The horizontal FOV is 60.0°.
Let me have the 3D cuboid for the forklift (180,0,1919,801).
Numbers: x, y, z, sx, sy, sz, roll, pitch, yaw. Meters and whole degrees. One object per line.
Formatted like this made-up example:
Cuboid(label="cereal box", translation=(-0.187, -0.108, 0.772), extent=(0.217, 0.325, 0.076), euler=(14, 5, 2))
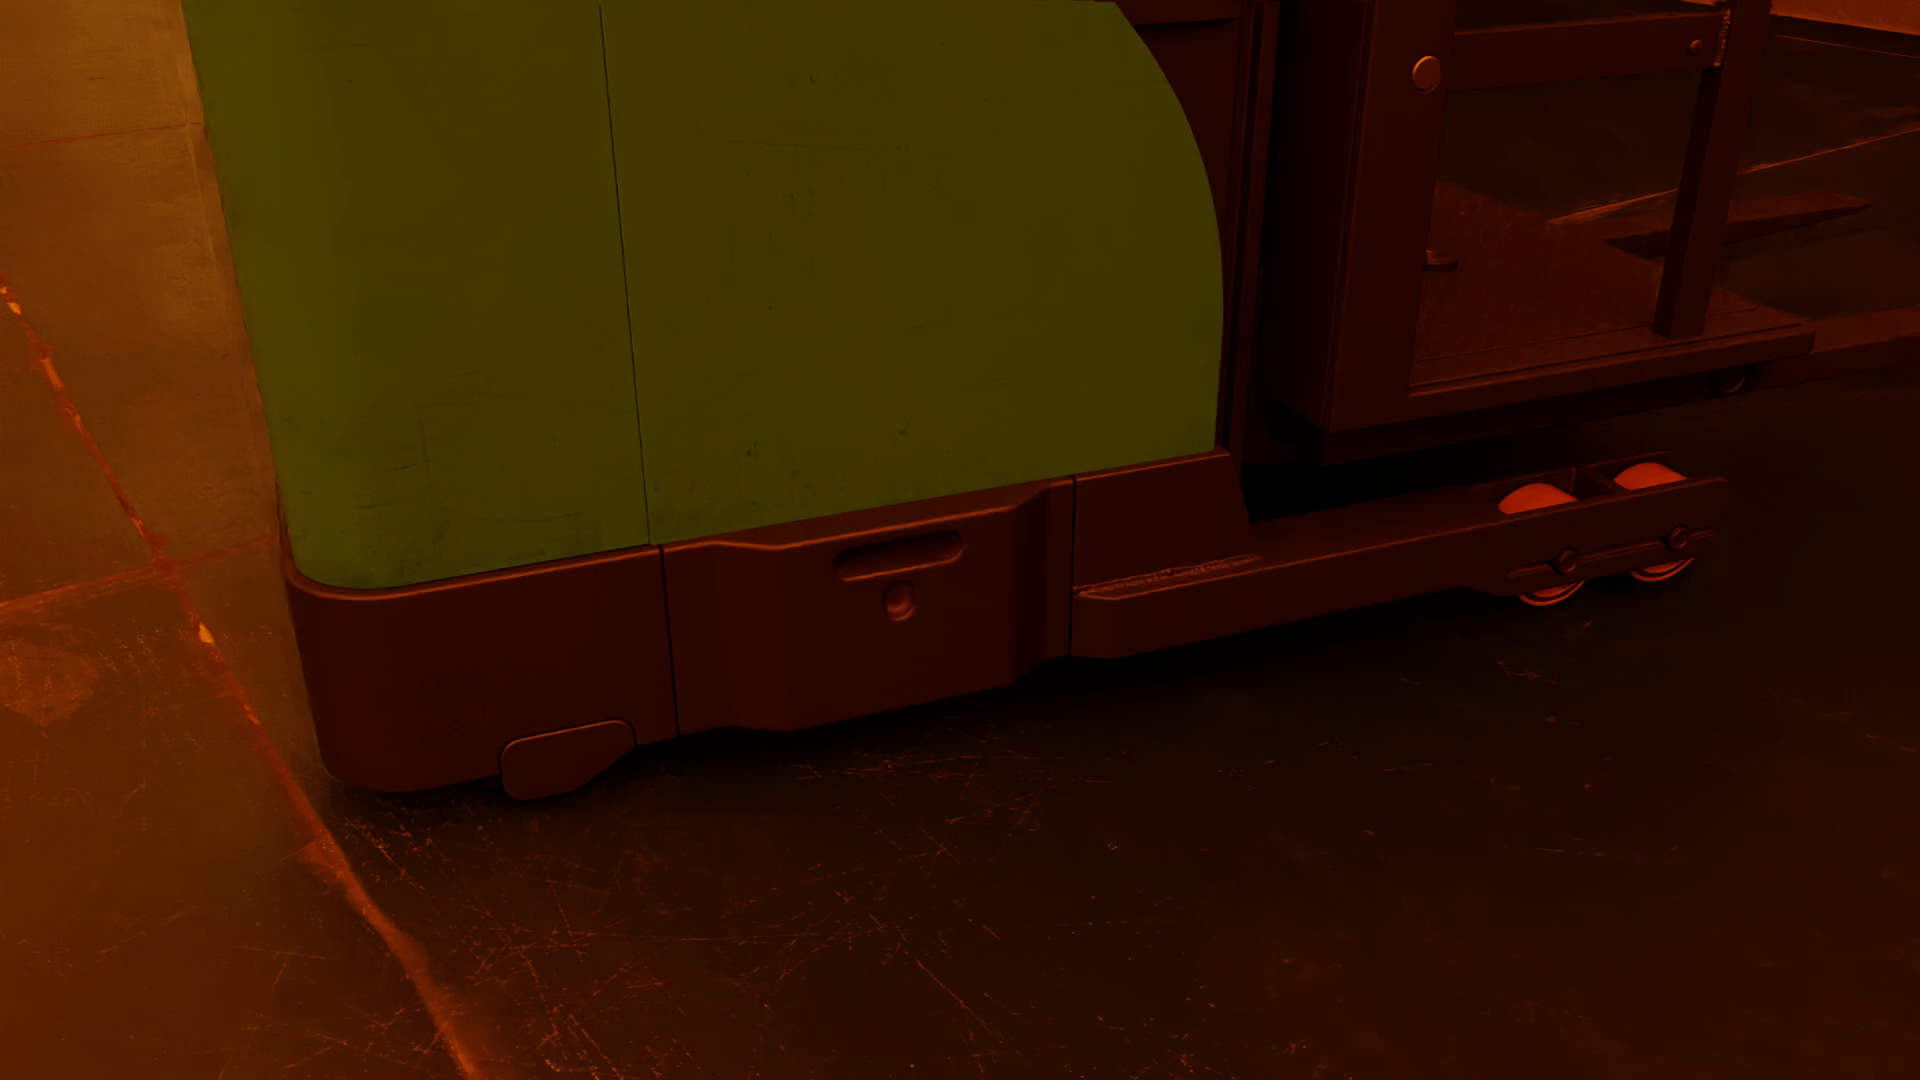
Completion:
Cuboid(label="forklift", translation=(0.541, -1.428, 2.077), extent=(3.031, 2.935, 1.130), euler=(-10, 28, -19))
